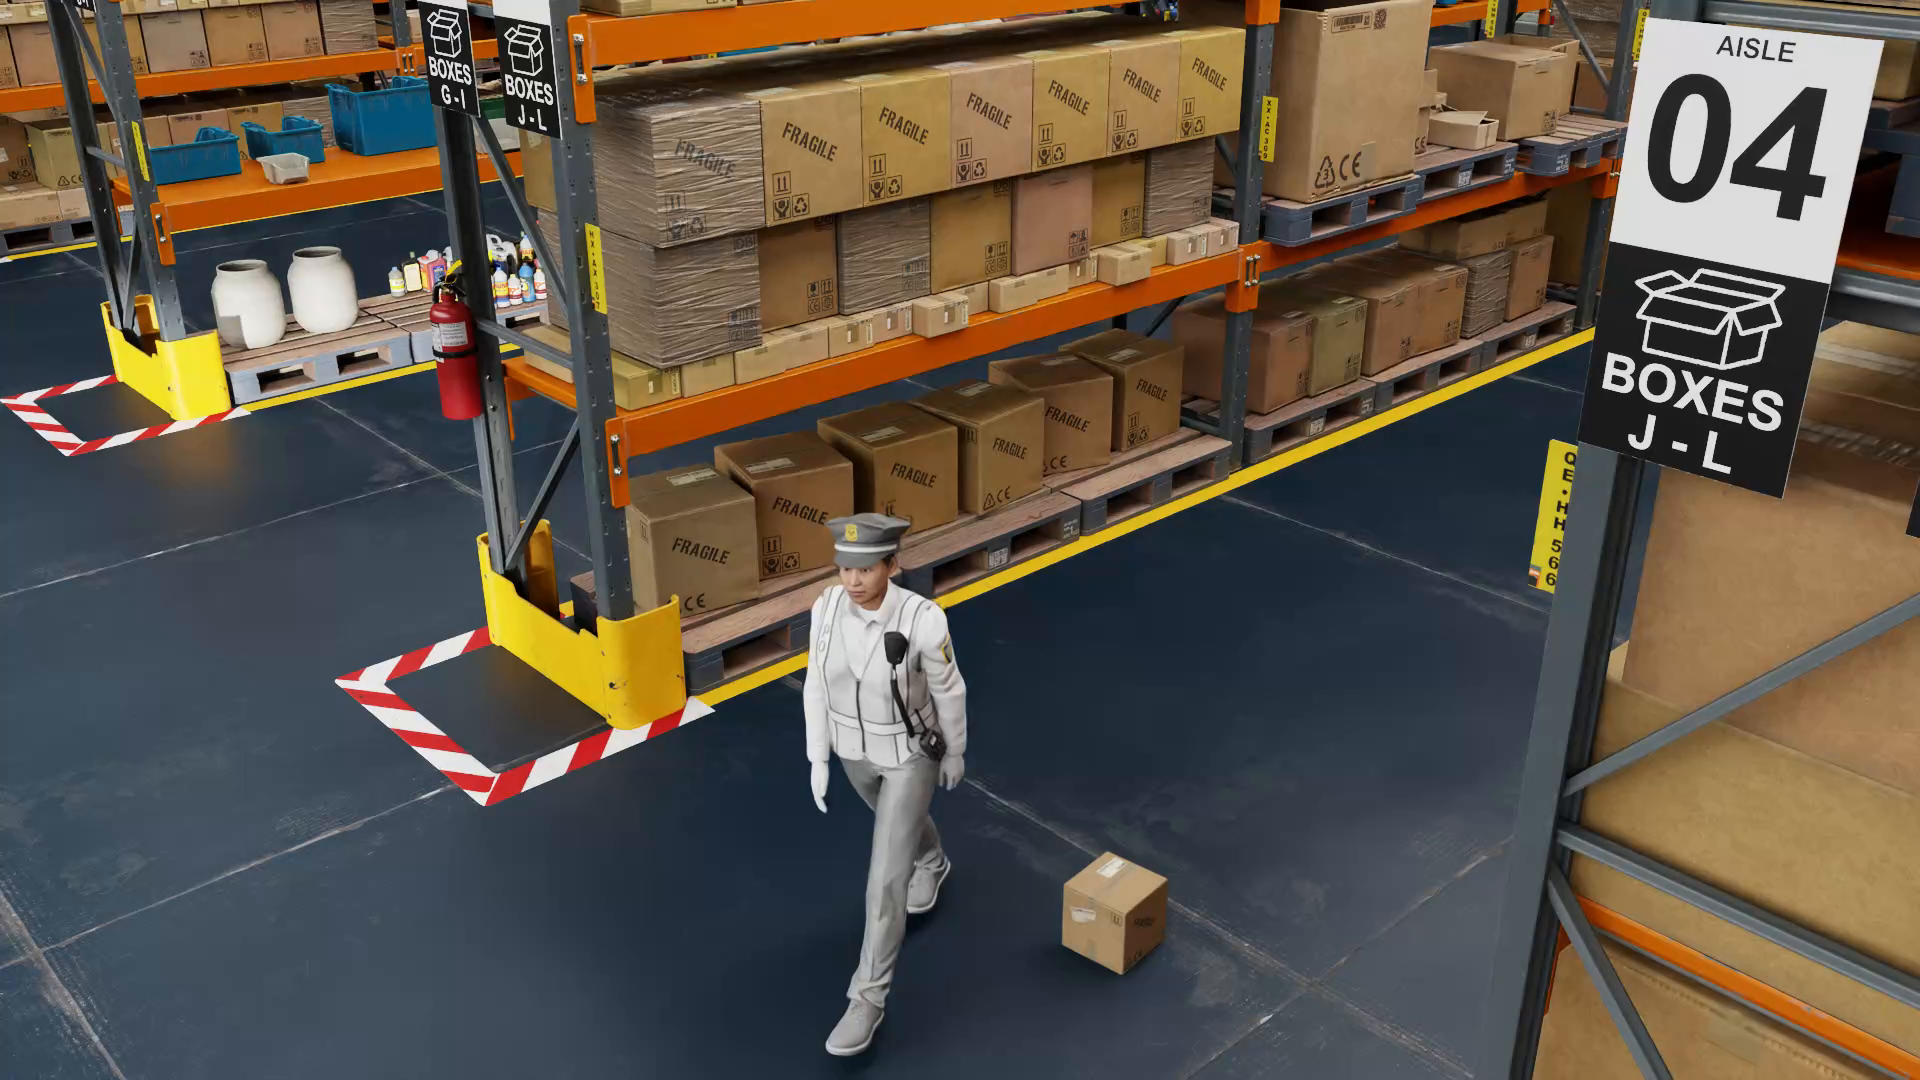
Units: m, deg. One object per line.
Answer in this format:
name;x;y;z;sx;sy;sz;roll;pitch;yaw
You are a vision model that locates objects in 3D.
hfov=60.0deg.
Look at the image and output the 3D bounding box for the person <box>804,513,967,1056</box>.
person;-0.256;0.647;5.142;0.481;1.619;1.016;12;27;25
